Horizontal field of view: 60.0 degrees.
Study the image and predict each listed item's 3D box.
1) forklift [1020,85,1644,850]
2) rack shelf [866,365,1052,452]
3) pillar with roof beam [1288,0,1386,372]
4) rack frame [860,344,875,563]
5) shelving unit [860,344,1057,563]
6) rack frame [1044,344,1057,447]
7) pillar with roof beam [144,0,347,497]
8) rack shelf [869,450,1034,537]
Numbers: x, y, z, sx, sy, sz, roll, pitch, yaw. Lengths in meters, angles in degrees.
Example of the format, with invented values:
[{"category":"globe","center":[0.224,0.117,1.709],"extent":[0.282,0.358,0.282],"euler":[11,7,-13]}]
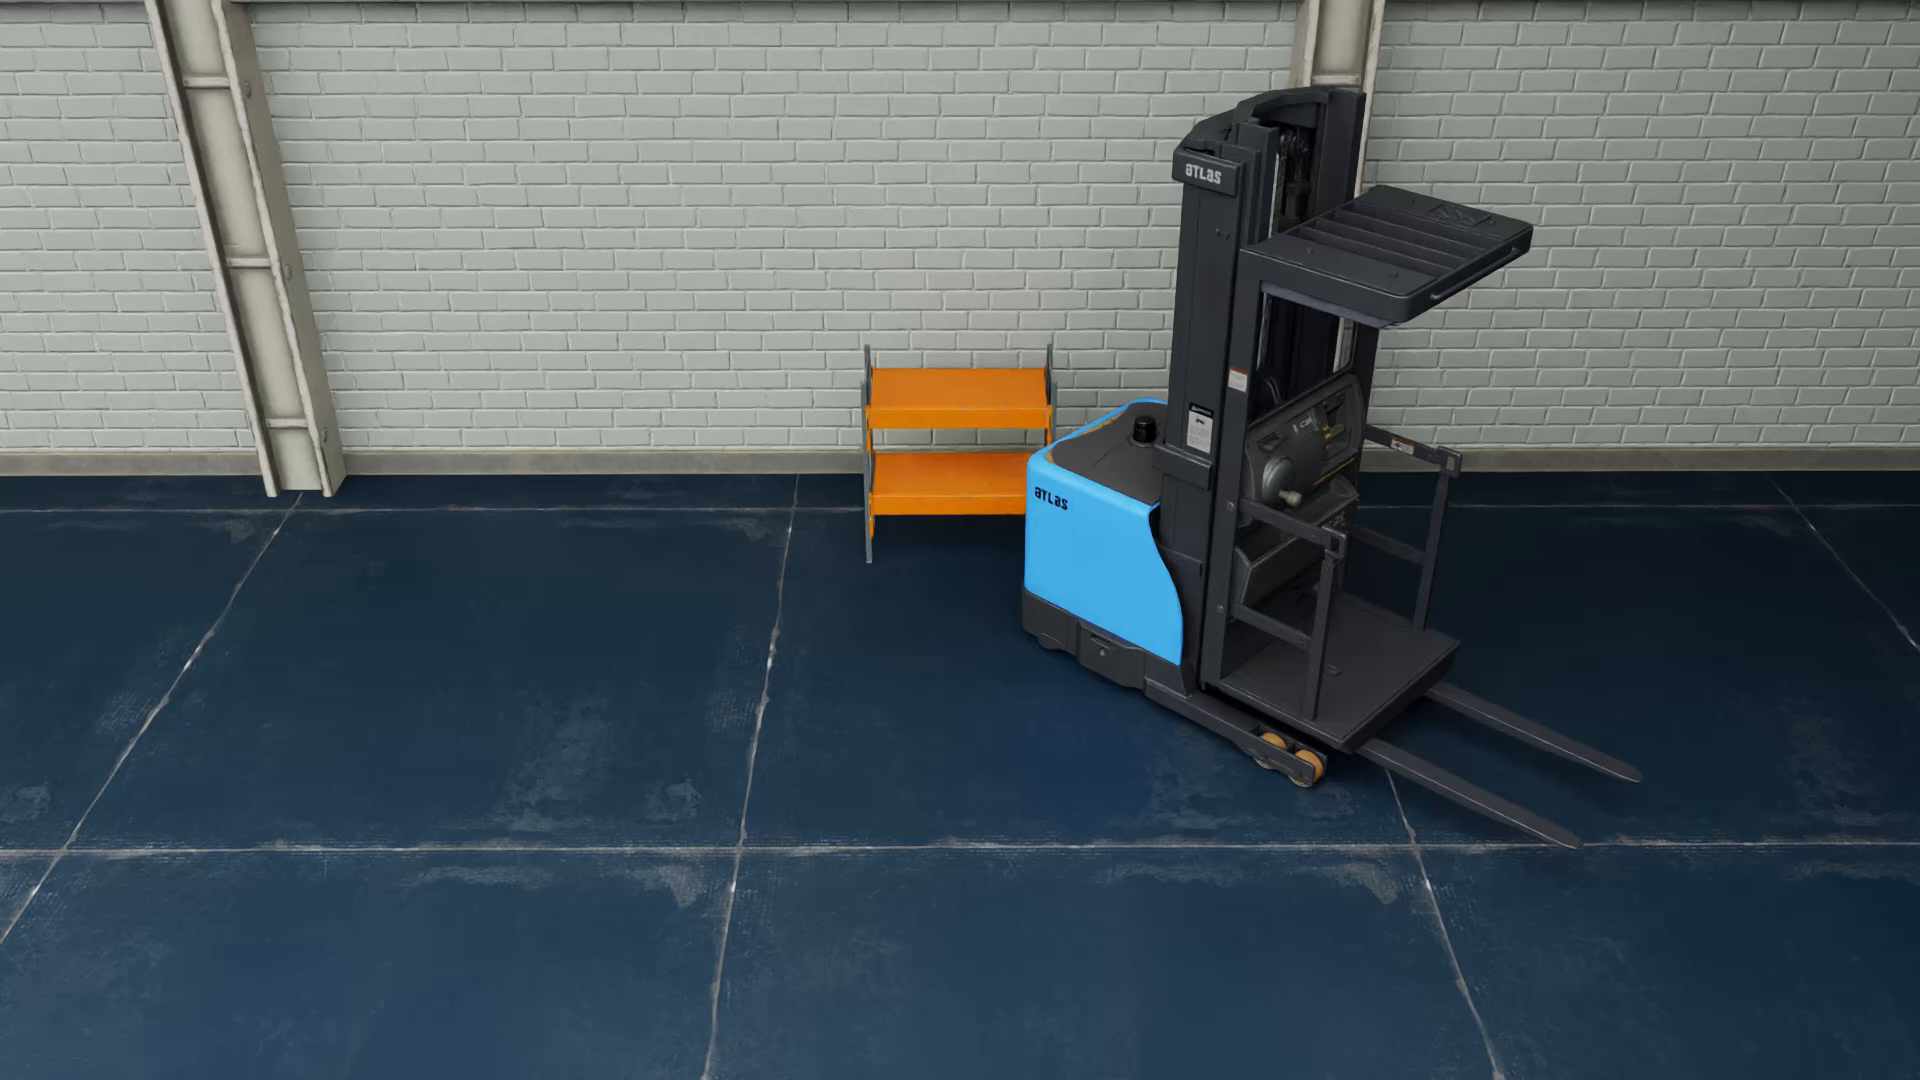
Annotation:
[{"category":"forklift","center":[1.738,-0.412,7.493],"extent":[3.031,2.935,1.130],"euler":[26,40,36]},{"category":"rack shelf","center":[-0.007,-0.731,9.195],"extent":[1.000,0.278,0.538],"euler":[0,31,0]},{"category":"pillar with roof beam","center":[2.027,-1.975,4.219],"extent":[0.400,9.000,9.100],"euler":[0,31,0]},{"category":"rack frame","center":[-0.515,-0.479,9.345],"extent":[0.032,1.125,0.500],"euler":[0,31,0]},{"category":"shelving unit","center":[-0.007,-0.481,9.347],"extent":[1.048,1.125,0.538],"euler":[0,31,0]},{"category":"rack frame","center":[0.502,-0.482,9.350],"extent":[0.032,1.125,0.500],"euler":[0,31,0]},{"category":"pillar with roof beam","center":[-3.973,-1.956,4.188],"extent":[0.400,9.000,9.100],"euler":[0,31,0]},{"category":"rack shelf","center":[-0.007,-0.272,9.474],"extent":[1.000,0.278,0.538],"euler":[0,31,0]}]
